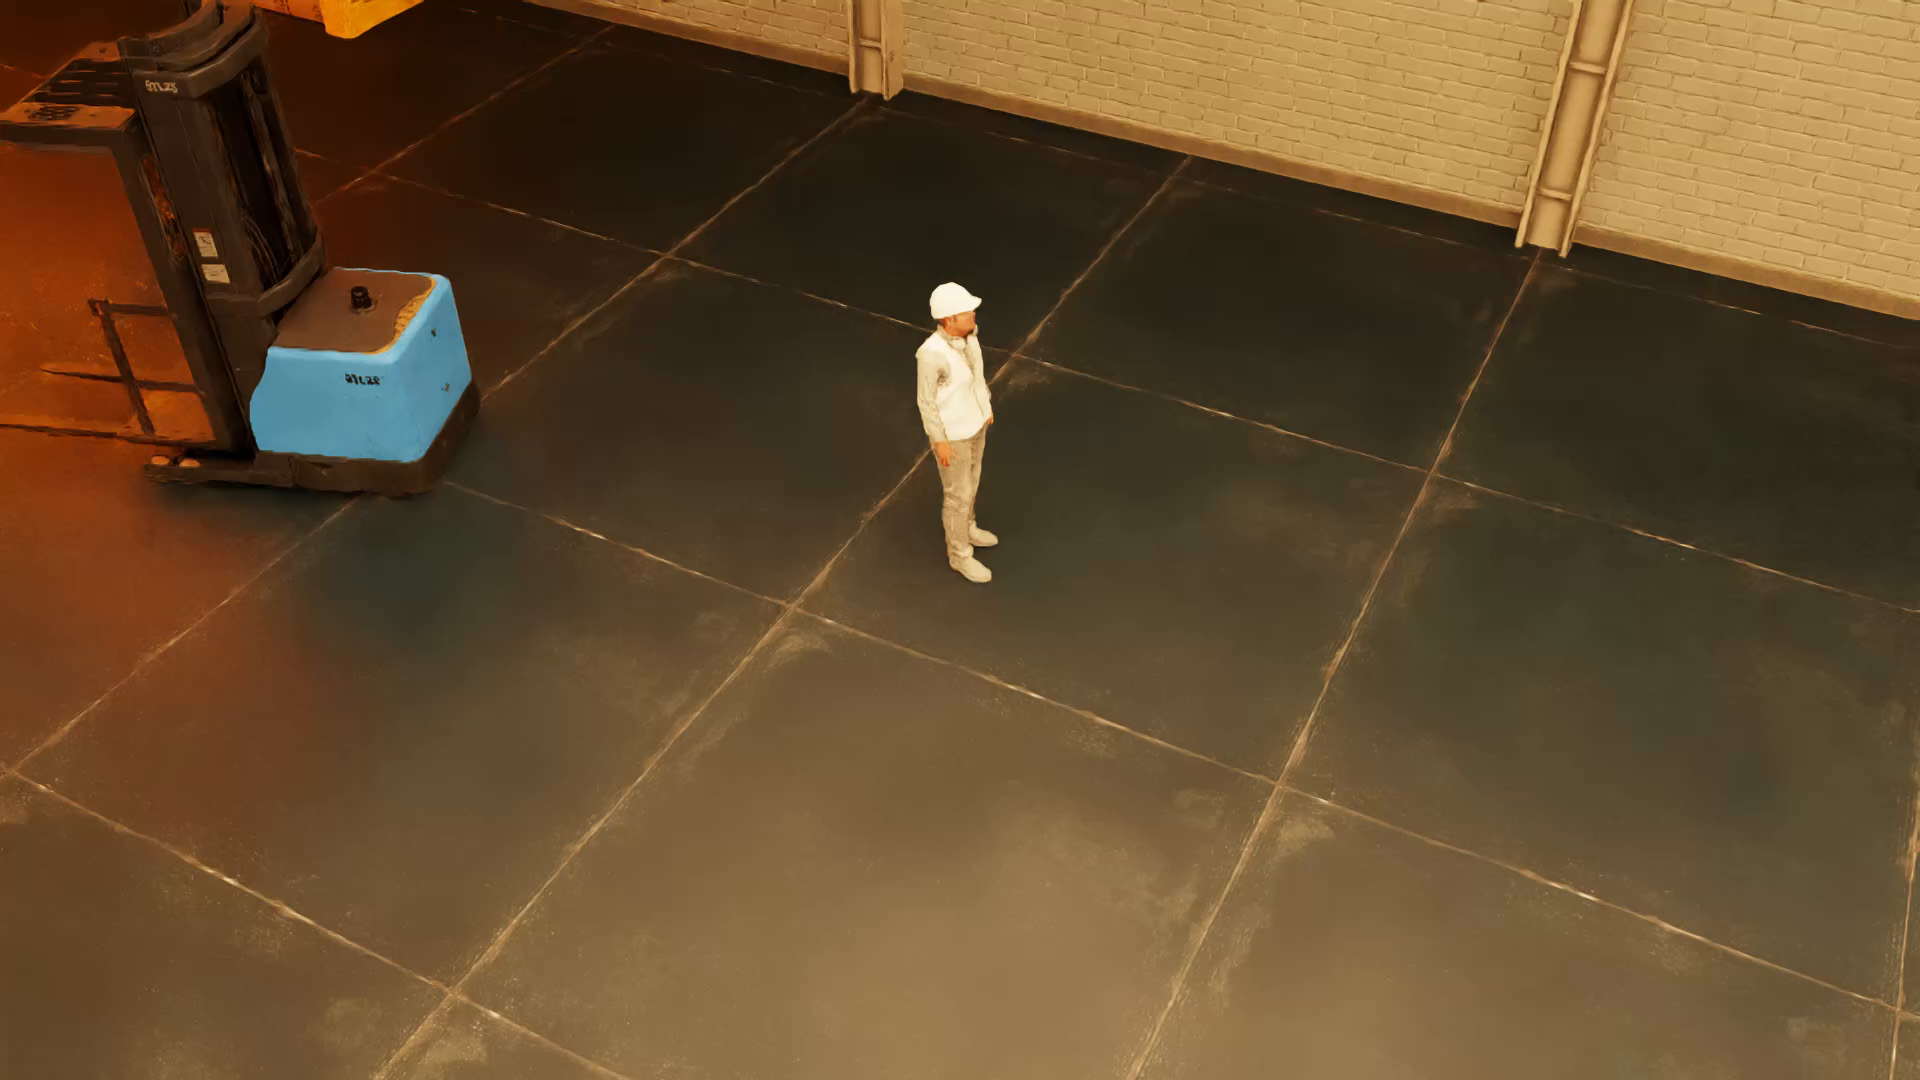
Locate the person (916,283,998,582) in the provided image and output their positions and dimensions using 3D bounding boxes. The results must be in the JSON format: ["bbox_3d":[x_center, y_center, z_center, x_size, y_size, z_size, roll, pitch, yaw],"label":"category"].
[{"bbox_3d":[0.052,-0.659,9.660,0.567,1.768,0.632,18,43,21],"label":"person"}]

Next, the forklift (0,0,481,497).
[{"bbox_3d":[-4.789,-1.811,10.137,3.031,2.935,1.130,5,40,6],"label":"forklift"}]
